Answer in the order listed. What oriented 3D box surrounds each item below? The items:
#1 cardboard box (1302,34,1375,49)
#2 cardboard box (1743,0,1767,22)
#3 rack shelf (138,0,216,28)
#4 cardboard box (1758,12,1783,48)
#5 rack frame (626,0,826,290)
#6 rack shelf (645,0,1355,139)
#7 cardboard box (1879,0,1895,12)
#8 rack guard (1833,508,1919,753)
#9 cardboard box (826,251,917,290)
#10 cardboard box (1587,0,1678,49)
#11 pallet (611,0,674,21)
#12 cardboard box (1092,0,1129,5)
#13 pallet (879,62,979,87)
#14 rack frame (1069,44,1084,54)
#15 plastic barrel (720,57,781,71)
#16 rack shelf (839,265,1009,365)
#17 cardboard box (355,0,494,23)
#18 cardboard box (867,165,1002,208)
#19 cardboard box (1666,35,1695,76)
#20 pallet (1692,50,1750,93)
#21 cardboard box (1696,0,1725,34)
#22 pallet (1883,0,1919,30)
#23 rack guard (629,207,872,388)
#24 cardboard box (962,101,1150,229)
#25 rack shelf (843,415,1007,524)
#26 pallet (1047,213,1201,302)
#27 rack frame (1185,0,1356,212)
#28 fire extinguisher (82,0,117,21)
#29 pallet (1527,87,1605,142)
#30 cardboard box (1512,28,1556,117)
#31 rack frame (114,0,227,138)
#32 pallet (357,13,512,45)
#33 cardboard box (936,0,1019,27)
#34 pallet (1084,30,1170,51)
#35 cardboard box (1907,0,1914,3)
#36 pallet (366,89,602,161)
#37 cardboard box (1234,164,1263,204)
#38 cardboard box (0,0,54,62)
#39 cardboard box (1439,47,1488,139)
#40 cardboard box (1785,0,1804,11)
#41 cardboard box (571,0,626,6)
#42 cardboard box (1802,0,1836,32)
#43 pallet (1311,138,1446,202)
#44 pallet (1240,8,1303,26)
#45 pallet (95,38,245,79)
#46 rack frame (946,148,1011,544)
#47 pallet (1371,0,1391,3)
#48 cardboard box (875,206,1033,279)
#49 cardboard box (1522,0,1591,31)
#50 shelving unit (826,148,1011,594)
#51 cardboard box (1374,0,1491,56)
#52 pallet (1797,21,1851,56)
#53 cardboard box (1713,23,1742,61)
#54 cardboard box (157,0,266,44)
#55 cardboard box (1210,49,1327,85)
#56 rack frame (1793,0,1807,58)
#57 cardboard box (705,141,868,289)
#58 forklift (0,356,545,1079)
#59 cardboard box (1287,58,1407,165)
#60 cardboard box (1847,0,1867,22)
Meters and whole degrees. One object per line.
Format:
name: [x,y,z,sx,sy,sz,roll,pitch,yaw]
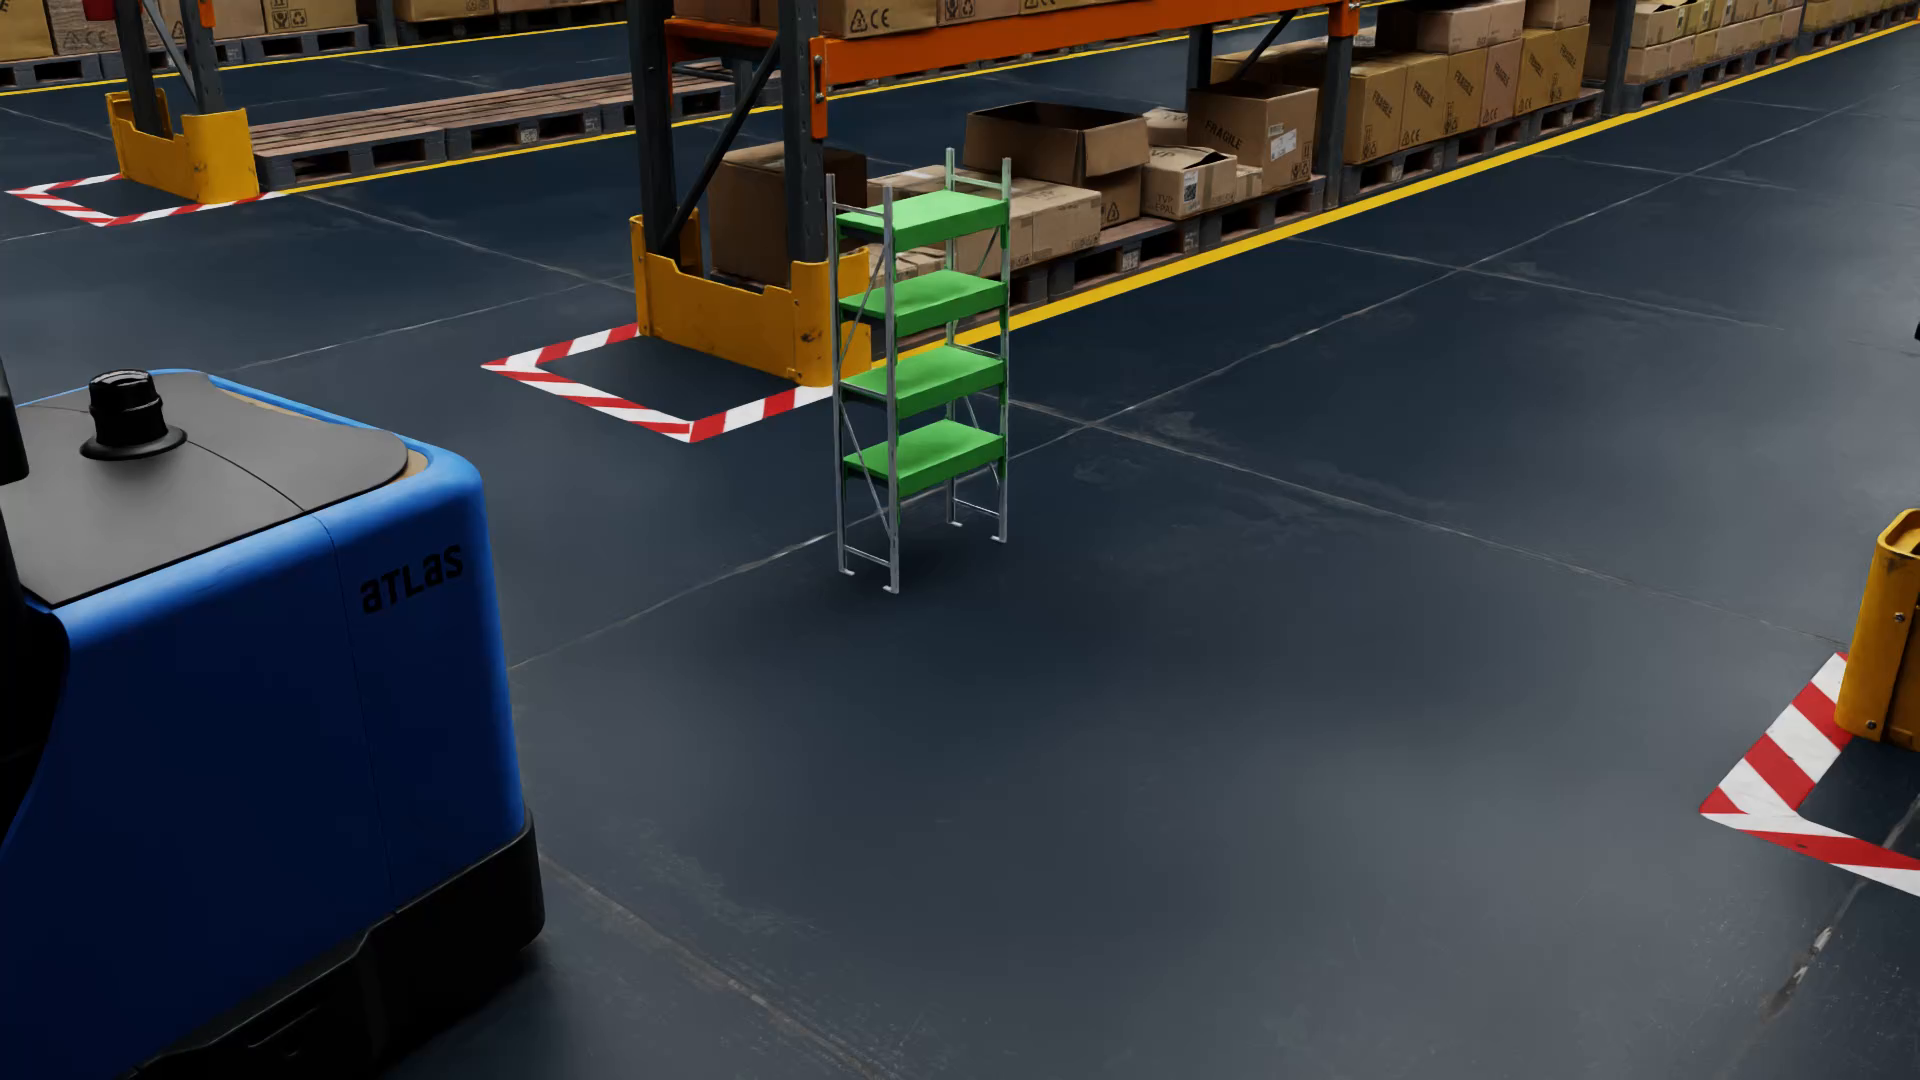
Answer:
cardboard box: [2.521,-2.959,10.701,0.500,0.500,0.500,21,31,38]
cardboard box: [6.339,-4.486,13.752,0.500,0.311,0.500,20,31,37]
rack shelf: [-3.287,-3.786,10.906,1.077,0.370,4.000,20,31,38]
cardboard box: [6.674,-4.385,14.210,0.500,0.250,0.500,20,31,37]
rack frame: [-0.935,-2.151,6.381,1.000,3.000,0.127,20,31,38]
rack shelf: [0.399,-2.432,7.887,1.077,0.370,4.000,20,31,38]
cardboard box: [8.948,-5.410,16.497,0.500,0.250,0.500,20,31,38]
rack guard: [2.740,0.349,3.861,1.175,0.500,0.348,20,31,38]
cardboard box: [-0.400,-1.084,6.949,0.380,0.149,0.250,20,31,38]
cardboard box: [4.972,-3.860,12.356,0.500,0.311,0.500,21,32,39]
pallet: [-3.553,-5.802,17.933,1.003,0.211,1.213,20,31,38]
cardboard box: [0.569,-2.722,7.533,0.500,0.500,0.500,21,31,38]
pallet: [-0.592,-4.048,14.020,1.003,0.211,1.213,20,31,38]
rack frame: [0.718,-5.942,14.836,1.000,3.000,0.127,20,31,38]
plastic barrel: [-1.576,-4.118,12.820,0.600,0.901,0.708,20,31,38]
rack shelf: [-0.110,-0.658,4.820,0.258,0.148,0.480,20,31,38]
cardboard box: [-5.228,-5.498,15.930,1.225,0.875,0.875,20,31,38]
cardboard box: [-0.100,-1.611,8.000,0.500,0.250,0.500,20,31,38]
cardboard box: [5.307,-3.758,12.813,0.500,0.250,0.500,19,30,36]
pallet: [5.797,-3.926,13.748,1.003,0.211,1.213,20,31,38]
cardboard box: [5.659,-4.178,13.063,0.500,0.311,0.500,19,30,36]
pallet: [9.264,-5.509,17.278,1.003,0.211,1.213,20,31,38]
rack guard: [-0.885,-1.033,6.944,1.175,0.500,0.348,20,31,38]
cardboard box: [0.484,-1.857,8.240,0.797,0.503,0.637,20,31,38]
rack shelf: [-0.110,-0.220,5.016,0.258,0.148,0.480,20,31,38]
pallet: [0.461,-1.515,8.370,1.003,0.211,1.213,20,31,38]
rack frame: [1.734,-3.370,9.099,1.000,3.000,0.127,20,31,38]
fire extinguisher: [-5.061,-3.377,9.666,0.296,0.674,0.183,20,31,38]
pallet: [3.877,-3.099,11.903,1.003,0.211,1.213,20,31,38]
cardboard box: [3.609,-3.142,11.108,0.500,0.500,0.500,19,30,36]
rack frame: [-4.622,-3.504,9.400,1.000,3.000,0.127,20,31,38]
pallet: [-5.182,-5.059,16.275,1.003,0.211,1.213,20,31,38]
cardboard box: [-0.102,-2.418,6.855,0.500,0.500,0.500,20,31,37]
pallet: [1.264,-4.895,15.909,1.003,0.211,1.213,20,31,38]
cardboard box: [9.605,-5.718,17.185,0.500,0.250,0.500,20,31,38]
pallet: [-3.228,-2.843,11.332,1.003,0.211,1.213,20,31,38]
cardboard box: [1.360,-1.888,8.741,0.380,0.149,0.250,20,31,38]
cardboard box: [-7.942,-4.296,13.248,0.875,0.875,0.875,20,31,38]
cardboard box: [2.925,-2.826,10.405,0.500,0.500,0.500,21,31,38]
cardboard box: [7.017,-4.798,14.447,0.500,0.311,0.500,20,31,38]
cardboard box: [-4.048,-6.042,17.144,1.225,0.875,0.875,20,31,38]
cardboard box: [7.609,-4.802,15.142,0.500,0.250,0.500,20,31,38]
pallet: [2.249,-2.355,10.245,1.003,0.211,1.213,20,31,38]
pallet: [2.892,-5.638,17.567,1.003,0.211,1.213,20,31,38]
pallet: [-7.020,-4.219,14.403,1.003,0.211,1.213,20,31,38]
rack frame: [0.052,-0.571,5.058,0.240,1.200,0.015,20,31,38]
pallet: [4.681,-6.455,19.388,1.003,0.211,1.213,20,31,38]
cardboard box: [-0.028,-1.337,7.390,0.500,0.250,0.500,20,31,38]
cardboard box: [3.920,-3.623,11.265,0.500,0.250,0.500,22,32,39]
shelving unit: [-0.110,-0.497,4.892,0.258,1.200,0.503,20,31,38]
cardboard box: [2.906,-3.157,10.226,0.500,0.250,0.500,20,31,38]
pallet: [7.635,-4.765,15.620,1.003,0.211,1.213,20,31,38]
cardboard box: [5.992,-4.074,13.518,0.500,0.250,0.500,21,32,39]
cardboard box: [-6.741,-4.844,14.472,0.875,0.875,0.875,20,31,38]
cardboard box: [1.850,-2.658,10.030,0.500,0.500,0.500,20,31,37]
rack frame: [7.073,-5.807,14.535,1.000,3.000,0.127,20,31,38]
cardboard box: [-0.756,-1.444,7.322,0.500,0.500,0.500,20,31,38]
forklift: [-2.098,-0.125,1.947,1.130,2.935,3.031,16,29,32]
cardboard box: [2.239,-2.510,9.700,0.500,0.500,0.500,18,30,35]
cardboard box: [8.284,-5.104,15.815,0.500,0.250,0.500,20,31,38]
